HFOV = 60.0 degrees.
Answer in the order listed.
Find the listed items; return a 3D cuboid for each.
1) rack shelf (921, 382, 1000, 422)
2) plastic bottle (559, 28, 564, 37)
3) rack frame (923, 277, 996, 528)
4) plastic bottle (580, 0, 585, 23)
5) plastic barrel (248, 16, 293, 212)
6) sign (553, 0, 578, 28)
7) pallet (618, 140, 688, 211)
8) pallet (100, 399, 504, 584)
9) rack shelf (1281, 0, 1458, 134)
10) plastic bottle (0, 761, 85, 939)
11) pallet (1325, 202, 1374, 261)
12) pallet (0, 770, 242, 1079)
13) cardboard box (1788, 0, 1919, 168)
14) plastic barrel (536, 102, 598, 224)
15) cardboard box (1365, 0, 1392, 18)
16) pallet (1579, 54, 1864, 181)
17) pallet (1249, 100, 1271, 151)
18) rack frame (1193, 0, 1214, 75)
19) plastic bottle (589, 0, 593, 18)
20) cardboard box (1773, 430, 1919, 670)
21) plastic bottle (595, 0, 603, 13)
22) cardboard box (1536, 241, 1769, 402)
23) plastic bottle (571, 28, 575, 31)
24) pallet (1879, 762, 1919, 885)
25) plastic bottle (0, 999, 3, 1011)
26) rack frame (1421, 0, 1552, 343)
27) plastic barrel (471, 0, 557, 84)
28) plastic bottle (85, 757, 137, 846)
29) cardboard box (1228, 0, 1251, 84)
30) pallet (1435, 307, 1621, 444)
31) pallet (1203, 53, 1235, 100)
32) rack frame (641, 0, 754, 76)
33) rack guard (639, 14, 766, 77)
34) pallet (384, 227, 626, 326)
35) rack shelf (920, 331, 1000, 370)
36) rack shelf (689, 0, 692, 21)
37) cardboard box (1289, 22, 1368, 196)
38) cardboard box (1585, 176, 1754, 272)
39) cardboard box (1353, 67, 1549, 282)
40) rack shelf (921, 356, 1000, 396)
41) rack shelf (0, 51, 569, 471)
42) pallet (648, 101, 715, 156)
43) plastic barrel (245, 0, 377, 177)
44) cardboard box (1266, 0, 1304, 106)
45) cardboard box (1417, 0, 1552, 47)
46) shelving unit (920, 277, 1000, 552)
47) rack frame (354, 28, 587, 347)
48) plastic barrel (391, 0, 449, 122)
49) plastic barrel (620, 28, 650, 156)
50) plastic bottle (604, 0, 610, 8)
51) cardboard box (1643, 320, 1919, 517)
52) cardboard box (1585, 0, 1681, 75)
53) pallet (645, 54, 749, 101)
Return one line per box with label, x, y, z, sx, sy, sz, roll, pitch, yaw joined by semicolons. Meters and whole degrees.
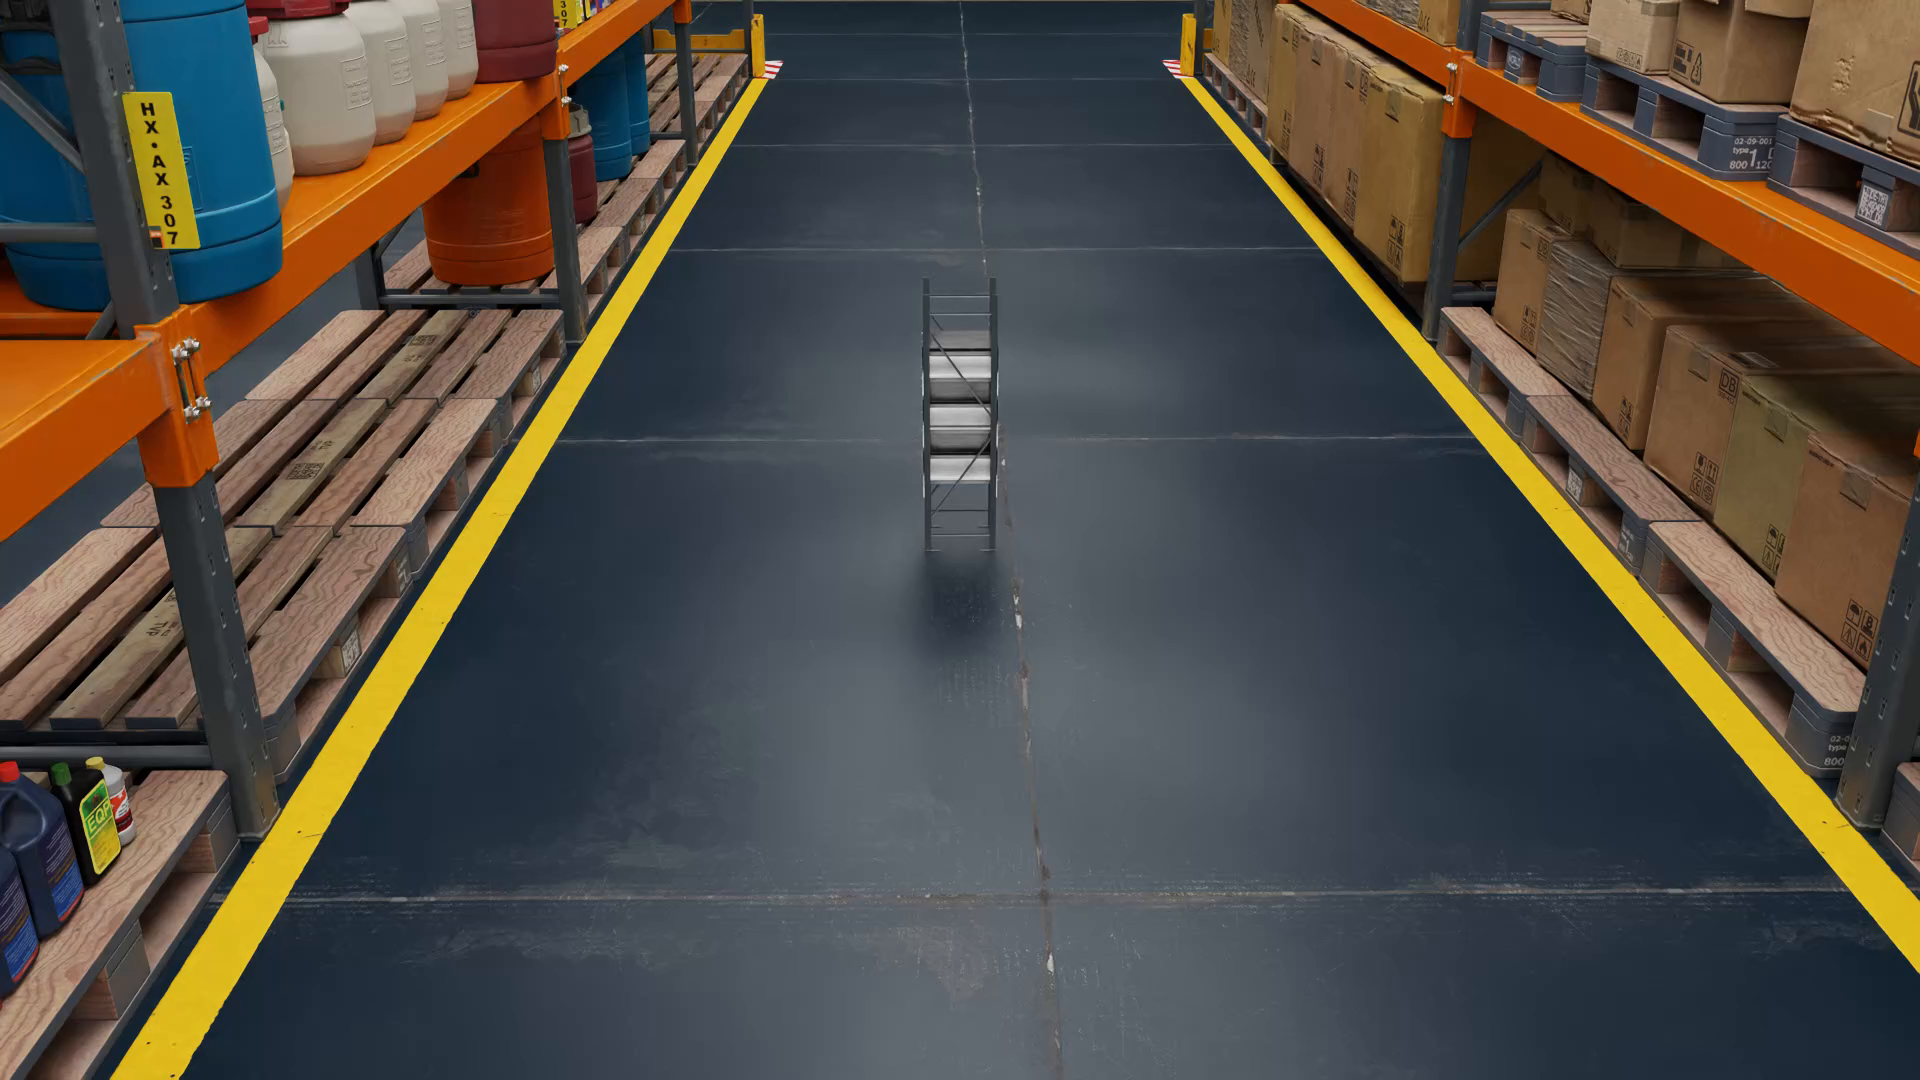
rack shelf;0.000;-0.465;5.549;0.258;0.077;0.200;0;24;-1
plastic bottle;-1.919;-2.471;7.815;0.097;0.201;0.097;0;24;0
rack frame;-0.001;-0.455;5.665;0.240;0.900;0.006;0;24;-1
plastic bottle;-1.924;-2.677;8.269;0.097;0.201;0.097;0;24;0
plastic barrel;-2.010;-1.103;4.383;0.433;0.535;0.433;0;24;0
sign;-1.712;-2.374;7.160;0.100;0.325;0.005;0;24;-1
pallet;-2.339;-2.353;10.697;1.003;0.211;1.213;0;24;-1
pallet;-2.282;-0.202;5.941;1.003;0.211;1.213;0;24;-1
rack shelf;2.668;-2.812;9.201;1.077;0.370;4.000;0;24;-1
plastic bottle;-1.924;0.625;3.409;0.144;0.351;0.185;-1;24;-2
pallet;2.747;-1.872;9.633;1.003;0.211;1.213;0;24;-1
pallet;-2.253;0.902;3.500;1.003;0.211;1.213;0;24;-1
cardboard box;2.865;-1.461;4.102;1.000;1.000;1.000;0;24;0
plastic barrel;-2.297;-2.053;9.067;0.600;0.588;0.708;0;24;-1
cardboard box;2.429;-2.983;8.585;0.500;0.500;0.500;-1;24;-2
pallet;2.753;-1.413;5.467;1.003;0.211;1.213;0;24;-1
pallet;2.716;-3.008;12.144;1.003;0.211;1.213;0;24;-1
rack frame;2.603;-5.613;14.520;1.000;3.000;0.127;0;24;-1
plastic bottle;-1.927;-2.804;8.465;0.097;0.271;0.097;0;24;0
cardboard box;2.749;0.018;4.571;0.700;0.500;0.500;-2;24;-5
plastic bottle;-1.911;-2.897;8.657;0.061;0.283;0.133;0;24;-1
cardboard box;2.736;-0.873;6.540;0.700;0.500;0.500;-2;24;-5
plastic bottle;-1.949;-2.608;8.026;0.152;0.276;0.135;0;24;-1
pallet;2.776;0.879;3.550;1.003;0.211;1.213;0;24;-1
plastic bottle;-1.878;0.802;3.100;0.061;0.283;0.133;1;24;3
rack frame;2.690;-2.316;7.231;1.000;3.000;0.127;0;24;-1
plastic barrel;-1.955;-2.166;6.734;0.600;0.536;0.708;0;24;-1
plastic bottle;-1.903;0.577;3.696;0.097;0.201;0.097;0;24;0
cardboard box;2.700;-4.198;13.460;0.875;0.875;0.875;0;24;-1
pallet;2.697;-0.724;7.094;1.003;0.211;1.213;0;24;-1
pallet;2.690;-4.013;14.367;1.003;0.211;1.213;0;24;-1
rack frame;-2.350;-5.590;14.471;1.000;3.000;0.127;0;24;-1
rack guard;-2.363;-4.461;15.007;1.175;0.500;0.348;0;24;-1
pallet;-2.313;-1.348;8.474;1.003;0.211;1.213;0;24;-1
rack shelf;0.000;-0.629;5.474;0.258;0.077;0.200;0;24;-1
rack shelf;-2.328;-4.438;12.797;1.077;0.370;4.000;0;24;-1
cardboard box;2.684;-2.556;9.830;1.225;0.875;0.875;-1;24;-2
cardboard box;2.743;-1.225;6.408;0.500;0.250;0.500;2;24;5
cardboard box;2.703;-1.824;8.211;1.225;0.875;0.875;-1;24;-3
rack shelf;0.000;-0.547;5.512;0.258;0.077;0.200;0;24;-1
rack shelf;-2.241;-1.142;5.508;1.077;0.370;4.000;0;24;-1
pallet;-2.353;-2.974;12.070;1.003;0.211;1.213;0;24;-1
plastic barrel;-2.018;-1.405;5.052;0.433;0.535;0.433;0;24;0
cardboard box;2.719;-3.460;11.829;0.875;0.875;0.875;0;24;-1
cardboard box;2.437;-2.564;7.658;0.500;0.500;0.500;0;24;1
shelving unit;0.000;-0.413;5.572;0.258;0.900;0.210;0;24;-1
rack frame;-2.263;-2.294;7.182;1.000;3.000;0.127;0;24;-1
plastic barrel;-2.033;-1.748;5.840;0.421;0.512;0.421;0;24;0
plastic barrel;-2.317;-2.953;10.676;0.600;0.901;0.708;0;24;-1
plastic bottle;-1.959;-2.989;8.868;0.152;0.276;0.135;0;24;-1
cardboard box;2.756;-0.410;5.515;0.700;0.500;0.500;-2;24;-5
cardboard box;2.478;-1.747;5.646;0.500;0.250;0.500;-1;24;-2
pallet;-2.380;-3.980;14.293;1.003;0.211;1.213;0;24;-1
